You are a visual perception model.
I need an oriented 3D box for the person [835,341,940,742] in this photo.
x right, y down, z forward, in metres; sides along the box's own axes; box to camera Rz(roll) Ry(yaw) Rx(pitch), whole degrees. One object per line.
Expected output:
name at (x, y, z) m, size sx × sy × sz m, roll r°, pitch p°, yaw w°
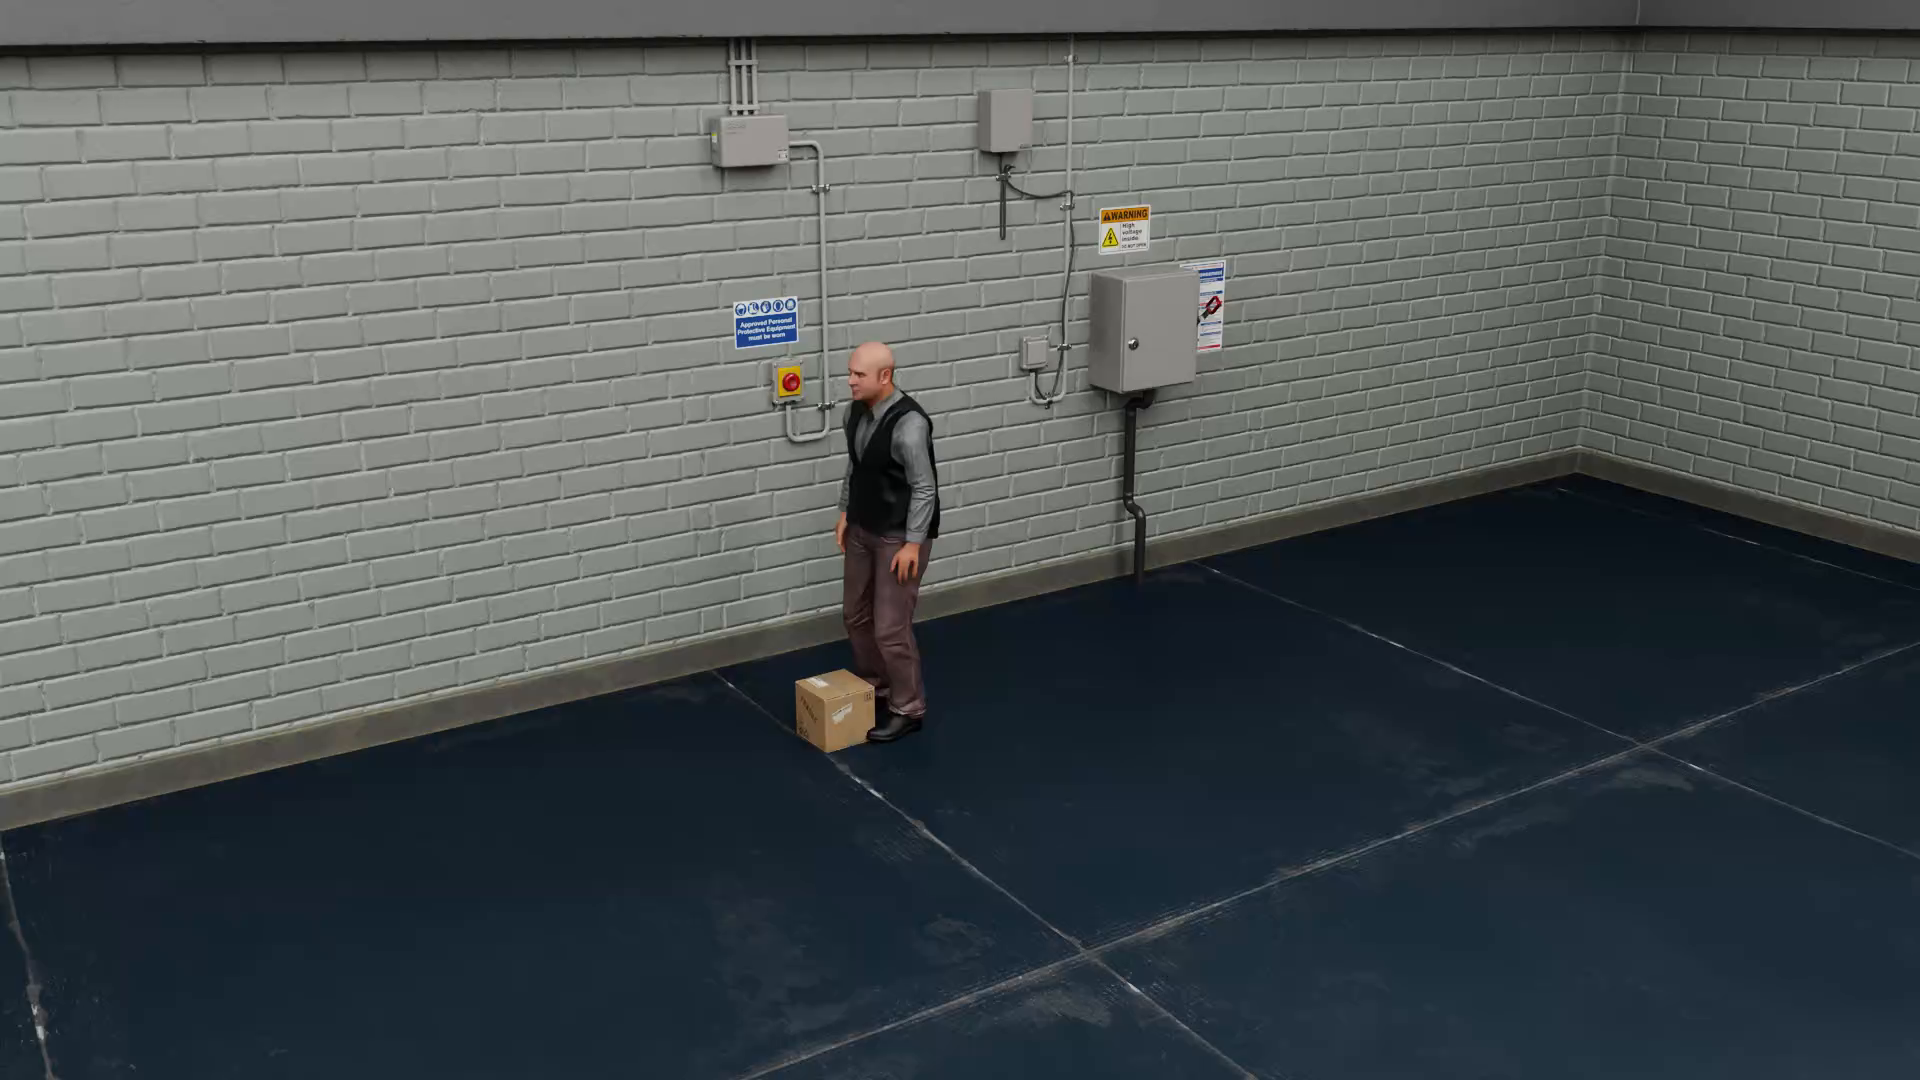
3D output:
person at (-0.312, -0.014, 7.136) m, size 0.420 × 1.720 × 0.581 m, roll -13°, pitch 22°, yaw -34°
